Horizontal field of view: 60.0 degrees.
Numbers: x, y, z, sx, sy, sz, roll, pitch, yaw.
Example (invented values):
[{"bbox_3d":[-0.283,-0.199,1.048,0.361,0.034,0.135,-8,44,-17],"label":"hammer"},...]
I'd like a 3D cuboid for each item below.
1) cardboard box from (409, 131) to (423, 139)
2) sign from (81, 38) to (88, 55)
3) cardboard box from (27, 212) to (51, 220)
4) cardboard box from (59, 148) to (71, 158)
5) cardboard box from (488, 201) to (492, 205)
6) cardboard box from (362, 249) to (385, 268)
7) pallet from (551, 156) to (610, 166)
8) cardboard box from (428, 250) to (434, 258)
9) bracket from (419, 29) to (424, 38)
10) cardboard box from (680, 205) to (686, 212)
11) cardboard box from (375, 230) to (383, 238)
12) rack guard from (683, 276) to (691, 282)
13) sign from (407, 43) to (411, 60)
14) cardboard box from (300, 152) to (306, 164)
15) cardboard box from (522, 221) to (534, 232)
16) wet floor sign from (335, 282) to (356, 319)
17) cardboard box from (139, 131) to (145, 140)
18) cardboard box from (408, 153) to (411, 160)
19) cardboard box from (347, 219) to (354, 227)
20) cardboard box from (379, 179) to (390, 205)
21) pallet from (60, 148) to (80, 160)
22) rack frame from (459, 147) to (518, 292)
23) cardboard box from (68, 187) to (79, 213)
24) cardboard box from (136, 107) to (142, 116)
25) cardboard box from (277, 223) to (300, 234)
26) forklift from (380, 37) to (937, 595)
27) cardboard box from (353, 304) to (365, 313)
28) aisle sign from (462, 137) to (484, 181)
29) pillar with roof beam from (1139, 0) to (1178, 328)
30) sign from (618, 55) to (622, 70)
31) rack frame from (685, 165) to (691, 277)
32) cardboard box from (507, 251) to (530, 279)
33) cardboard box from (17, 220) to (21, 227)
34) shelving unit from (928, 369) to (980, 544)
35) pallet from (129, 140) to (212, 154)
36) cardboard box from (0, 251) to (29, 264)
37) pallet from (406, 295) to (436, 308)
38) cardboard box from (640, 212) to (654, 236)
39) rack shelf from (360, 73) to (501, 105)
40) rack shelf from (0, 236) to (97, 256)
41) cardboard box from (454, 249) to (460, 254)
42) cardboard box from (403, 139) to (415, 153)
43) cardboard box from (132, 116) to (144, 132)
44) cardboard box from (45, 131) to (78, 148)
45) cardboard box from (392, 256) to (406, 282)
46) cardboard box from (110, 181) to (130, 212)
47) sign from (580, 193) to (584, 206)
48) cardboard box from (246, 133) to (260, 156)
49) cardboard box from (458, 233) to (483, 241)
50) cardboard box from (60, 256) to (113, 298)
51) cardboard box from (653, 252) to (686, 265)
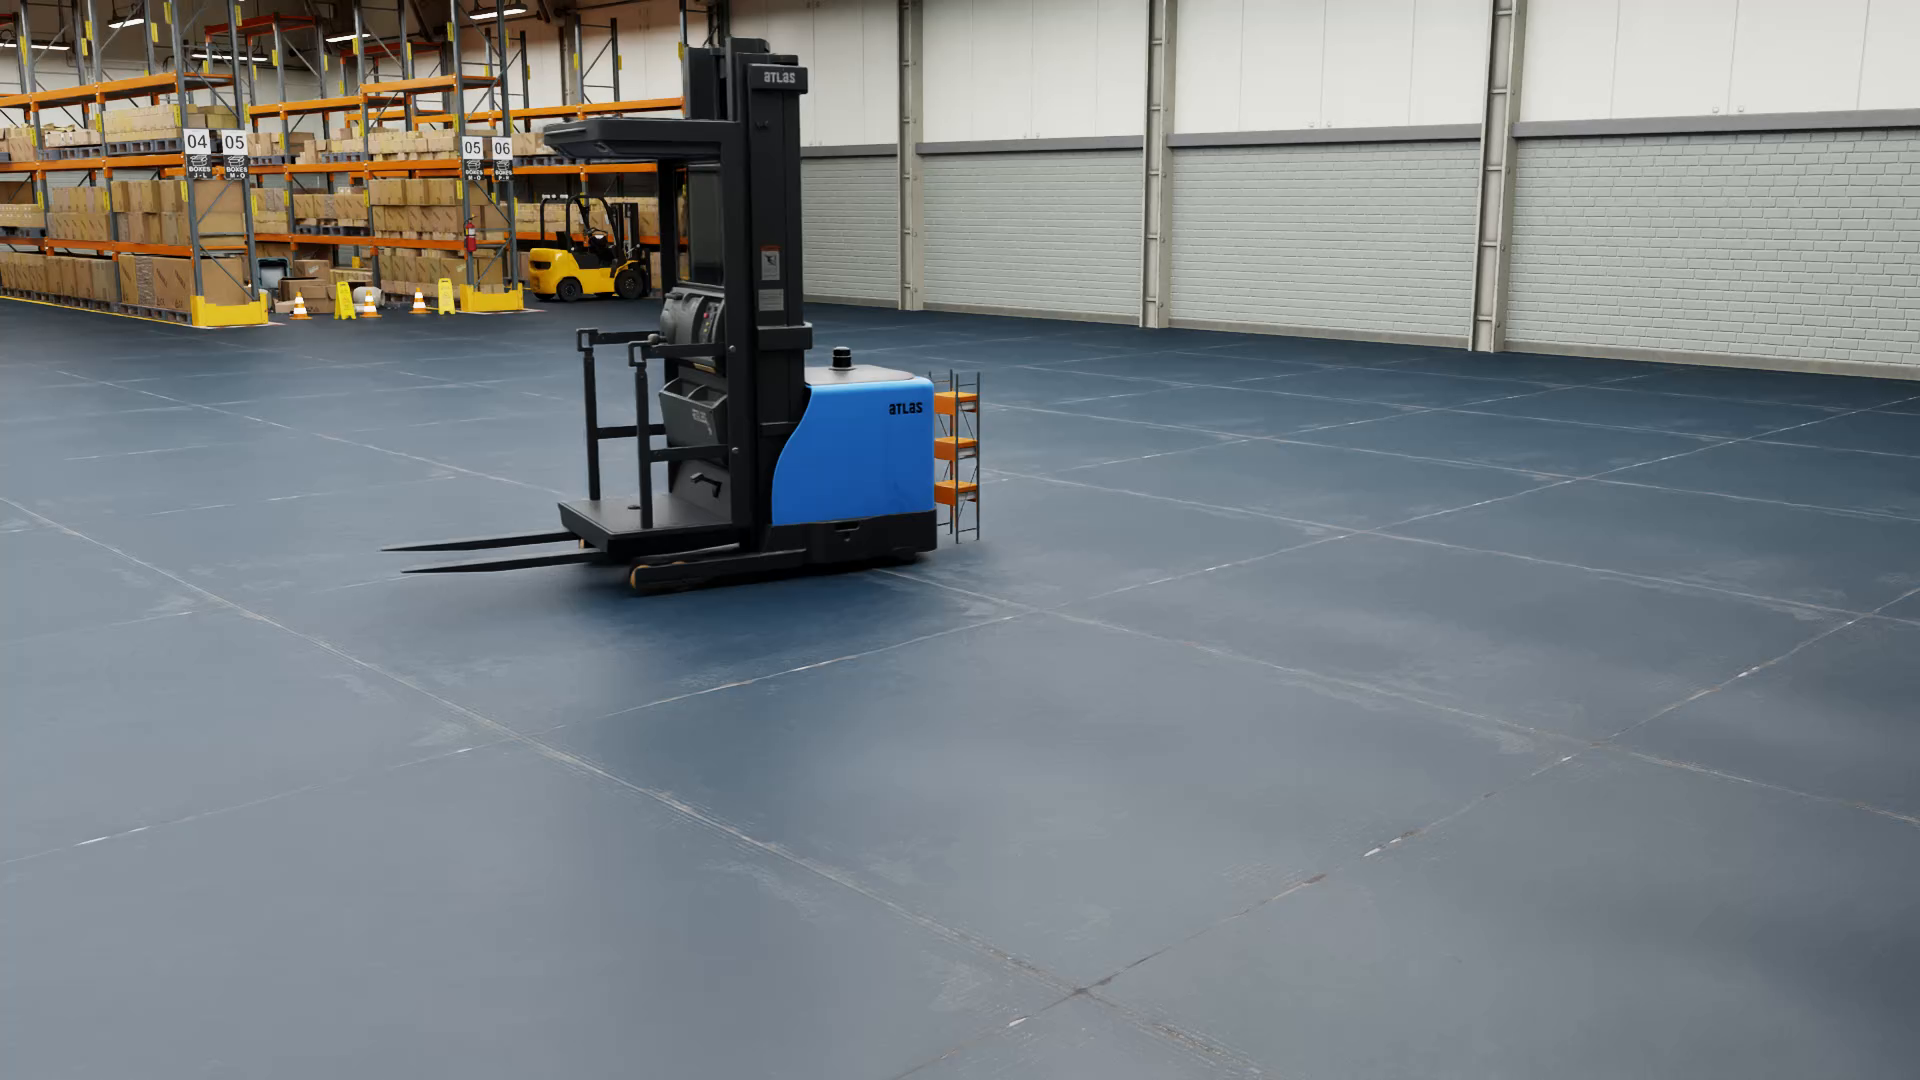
[{"bbox_3d":[-10.360,-7.788,31.990,0.380,0.149,0.250,-10,16,-41],"label":"cardboard box"},{"bbox_3d":[-17.466,-9.838,33.154,0.100,0.325,0.005,-11,16,-43],"label":"sign"},{"bbox_3d":[-18.535,-6.524,33.486,0.380,0.149,0.250,-10,16,-41],"label":"cardboard box"},{"bbox_3d":[-18.066,-7.925,33.763,0.500,0.500,0.500,-11,16,-43],"label":"cardboard box"},{"bbox_3d":[-12.028,-8.152,41.249,0.637,0.503,0.797,11,16,44],"label":"cardboard box"},{"bbox_3d":[-15.938,-7.731,45.650,0.637,0.503,0.797,11,16,43],"label":"cardboard box"},{"bbox_3d":[-8.623,-8.602,37.770,1.217,0.209,0.805,11,16,43],"label":"pallet"},{"bbox_3d":[-10.045,-5.529,32.124,0.380,0.149,0.250,-11,16,-42],"label":"cardboard box"},{"bbox_3d":[-13.901,-13.207,43.293,0.235,0.232,0.430,-11,16,-43],"label":"bracket"},{"bbox_3d":[-5.684,-6.894,34.584,0.380,0.149,0.250,-11,16,-42],"label":"cardboard box"},{"bbox_3d":[-11.606,-6.194,33.663,0.380,0.149,0.250,-11,16,-43],"label":"cardboard box"},{"bbox_3d":[-5.226,-5.288,34.839,1.175,0.500,0.348,-11,16,-43],"label":"rack guard"},{"bbox_3d":[-11.187,-9.915,33.724,0.100,0.325,0.005,-11,16,-43],"label":"sign"},{"bbox_3d":[-14.083,-8.287,36.103,0.396,0.266,0.258,-11,16,-43],"label":"cardboard box"},{"bbox_3d":[-9.933,-7.363,39.087,0.500,0.250,0.500,11,16,43],"label":"cardboard box"},{"bbox_3d":[-10.888,-4.238,29.381,0.232,0.644,0.267,8,14,35],"label":"wet floor sign"},{"bbox_3d":[-13.868,-6.944,28.582,0.380,0.149,0.250,-11,16,-42],"label":"cardboard box"},{"bbox_3d":[-10.488,-7.448,32.319,0.380,0.149,0.250,-11,16,-42],"label":"cardboard box"},{"bbox_3d":[-12.520,-6.600,34.595,0.380,0.149,0.250,-11,16,-43],"label":"cardboard box"},{"bbox_3d":[-11.108,-6.920,33.101,0.700,0.500,0.500,-11,16,-42],"label":"cardboard box"},{"bbox_3d":[-16.607,-7.414,31.997,1.003,0.211,1.213,-10,15,-40],"label":"pallet"},{"bbox_3d":[-8.830,-5.824,31.244,1.000,3.000,0.127,-11,16,-43],"label":"rack frame"},{"bbox_3d":[-16.856,-6.610,32.336,0.700,0.500,0.500,-11,16,-43],"label":"cardboard box"},{"bbox_3d":[-13.871,-7.335,28.504,0.380,0.149,0.250,-11,16,-42],"label":"cardboard box"},{"bbox_3d":[-14.891,-6.955,37.109,0.500,0.250,0.500,11,16,43],"label":"cardboard box"},{"bbox_3d":[-1.681,-1.258,9.255,3.031,2.935,1.130,-6,13,-28],"label":"forklift"},{"bbox_3d":[-11.195,-4.337,31.093,0.380,0.149,0.250,-3,12,-13],"label":"cardboard box"},{"bbox_3d":[-8.997,-7.047,30.742,0.394,0.787,0.004,-11,16,-43],"label":"aisle sign"},{"bbox_3d":[0.102,-7.330,23.689,9.100,9.000,0.400,-11,16,-43],"label":"pillar with roof beam"},{"bbox_3d":[-7.586,-10.647,37.080,0.100,0.325,0.005,-11,16,-43],"label":"sign"},{"bbox_3d":[-5.242,-6.516,34.604,1.000,3.000,0.127,-11,16,-43],"label":"rack frame"},{"bbox_3d":[-10.346,-6.633,40.017,0.875,0.625,0.625,-10,15,-41],"label":"cardboard box"},{"bbox_3d":[-19.055,-6.488,34.051,0.380,0.149,0.250,-11,16,-43],"label":"cardboard box"},{"bbox_3d":[-0.037,-0.522,10.343,0.215,1.050,0.252,-11,16,-43],"label":"shelving unit"},{"bbox_3d":[-13.707,-6.830,28.913,1.003,0.211,1.213,-11,16,-43],"label":"pallet"},{"bbox_3d":[-20.308,-6.074,35.757,0.500,0.250,0.500,11,16,43],"label":"cardboard box"},{"bbox_3d":[-10.256,-4.770,33.043,1.003,0.211,1.213,-11,16,-43],"label":"pallet"},{"bbox_3d":[-6.478,-6.752,35.501,0.500,0.500,0.500,-11,16,-44],"label":"cardboard box"},{"bbox_3d":[-10.211,-8.700,32.128,1.077,0.370,4.000,-11,16,-43],"label":"rack shelf"},{"bbox_3d":[-19.246,-6.226,34.981,1.077,0.370,4.000,-11,16,-43],"label":"rack shelf"},{"bbox_3d":[-12.527,-7.295,41.932,0.380,0.149,0.250,-10,15,-41],"label":"cardboard box"},{"bbox_3d":[-10.436,-7.624,32.184,0.500,0.250,0.500,-11,16,-42],"label":"cardboard box"},{"bbox_3d":[-13.919,-7.168,28.680,0.500,0.250,0.500,-11,16,-42],"label":"cardboard box"},{"bbox_3d":[-17.524,-7.830,32.484,0.500,0.311,0.500,-11,16,-42],"label":"cardboard box"},{"bbox_3d":[-11.002,-5.433,33.265,0.500,0.500,0.500,-10,15,-40],"label":"cardboard box"},{"bbox_3d":[-14.872,-6.246,30.249,0.875,0.550,0.550,-11,16,-43],"label":"cardboard box"},{"bbox_3d":[-8.390,-7.551,36.955,0.100,0.325,0.005,-11,16,-43],"label":"sign"},{"bbox_3d":[-15.781,-8.932,37.608,0.500,0.500,0.500,-11,16,-42],"label":"cardboard box"},{"bbox_3d":[-9.243,-5.725,31.390,0.380,0.149,0.250,-10,15,-41],"label":"cardboard box"},{"bbox_3d":[-16.903,-5.162,32.567,1.050,0.750,0.750,-11,16,-42],"label":"cardboard box"},{"bbox_3d":[-6.143,-5.962,35.211,0.500,0.250,0.500,-11,16,-42],"label":"cardboard box"}]
